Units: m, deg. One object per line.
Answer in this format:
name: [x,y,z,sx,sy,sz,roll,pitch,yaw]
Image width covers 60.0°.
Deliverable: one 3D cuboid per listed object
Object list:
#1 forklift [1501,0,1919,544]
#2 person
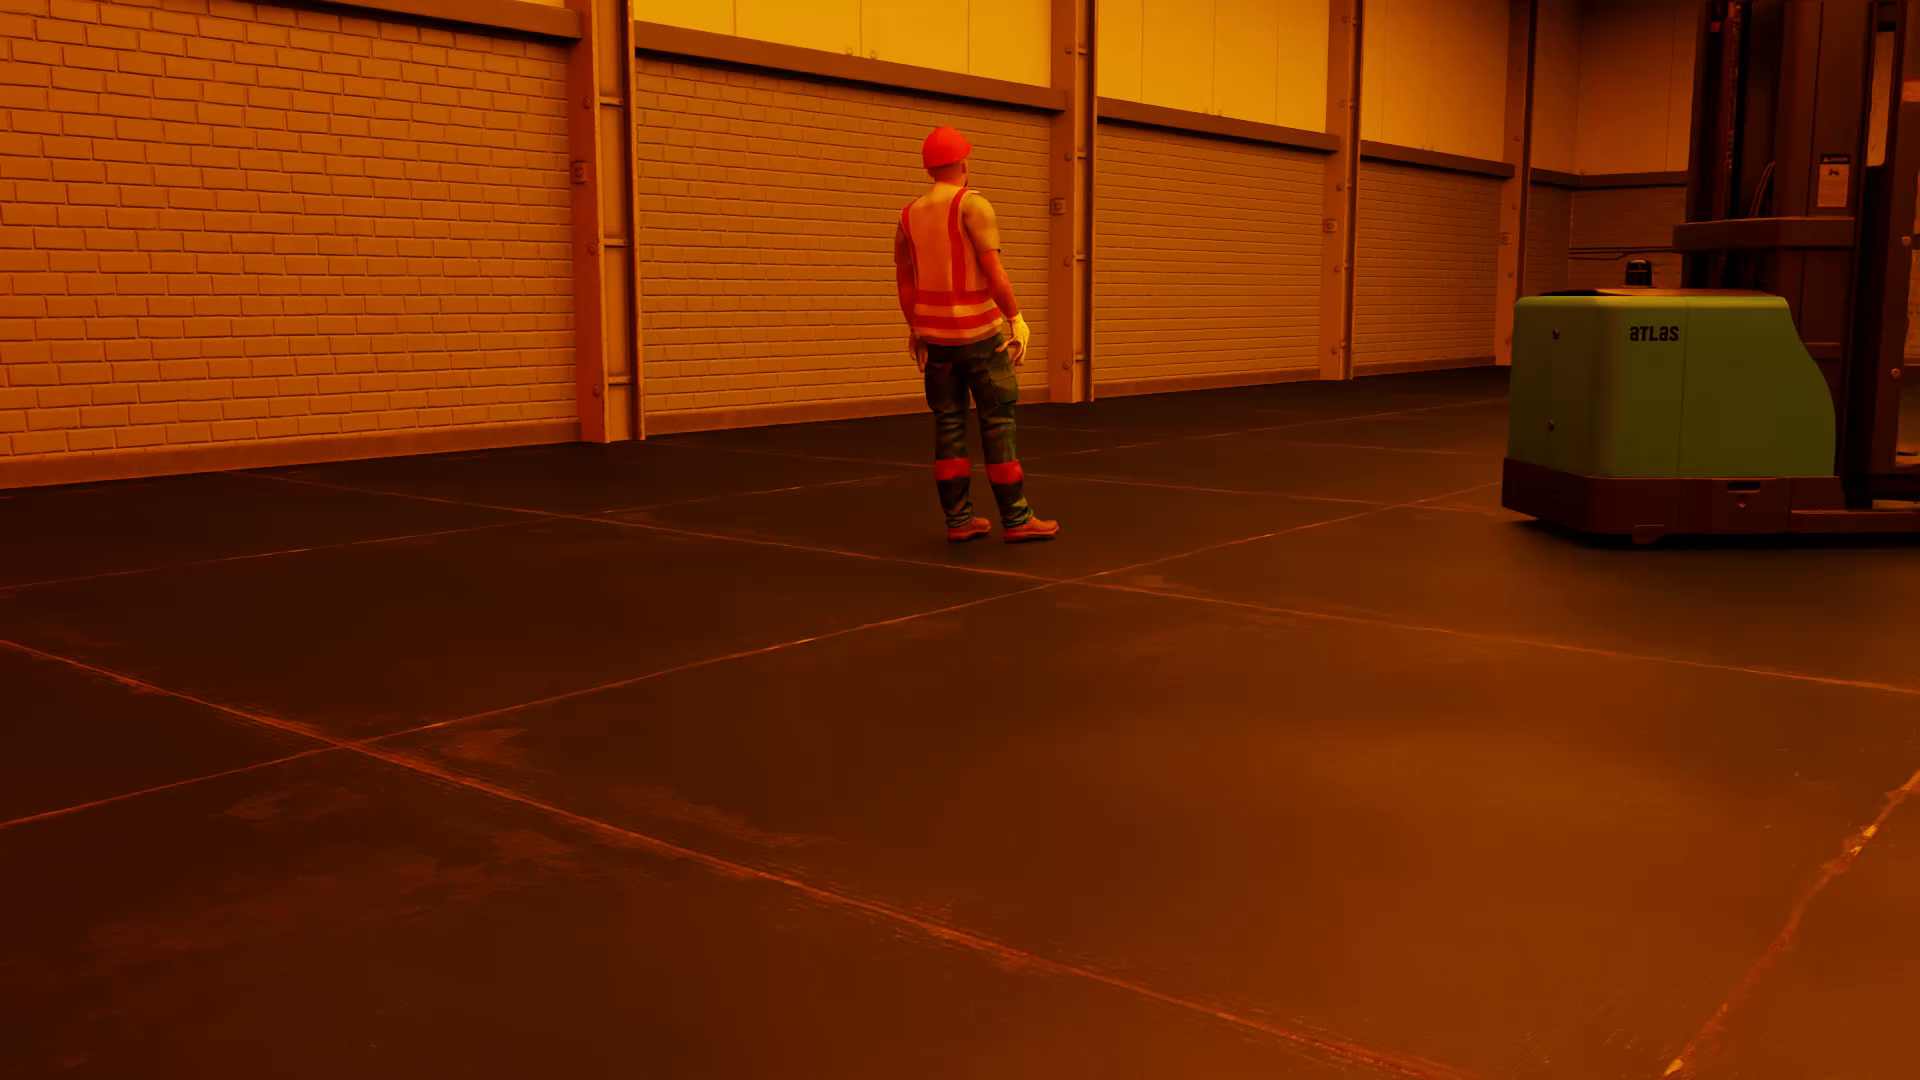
forklift: [4.149,-1.493,7.483,3.031,2.935,1.130,-1,8,-4]
person: [0.059,-0.900,7.330,0.638,1.789,0.562,7,11,38]
